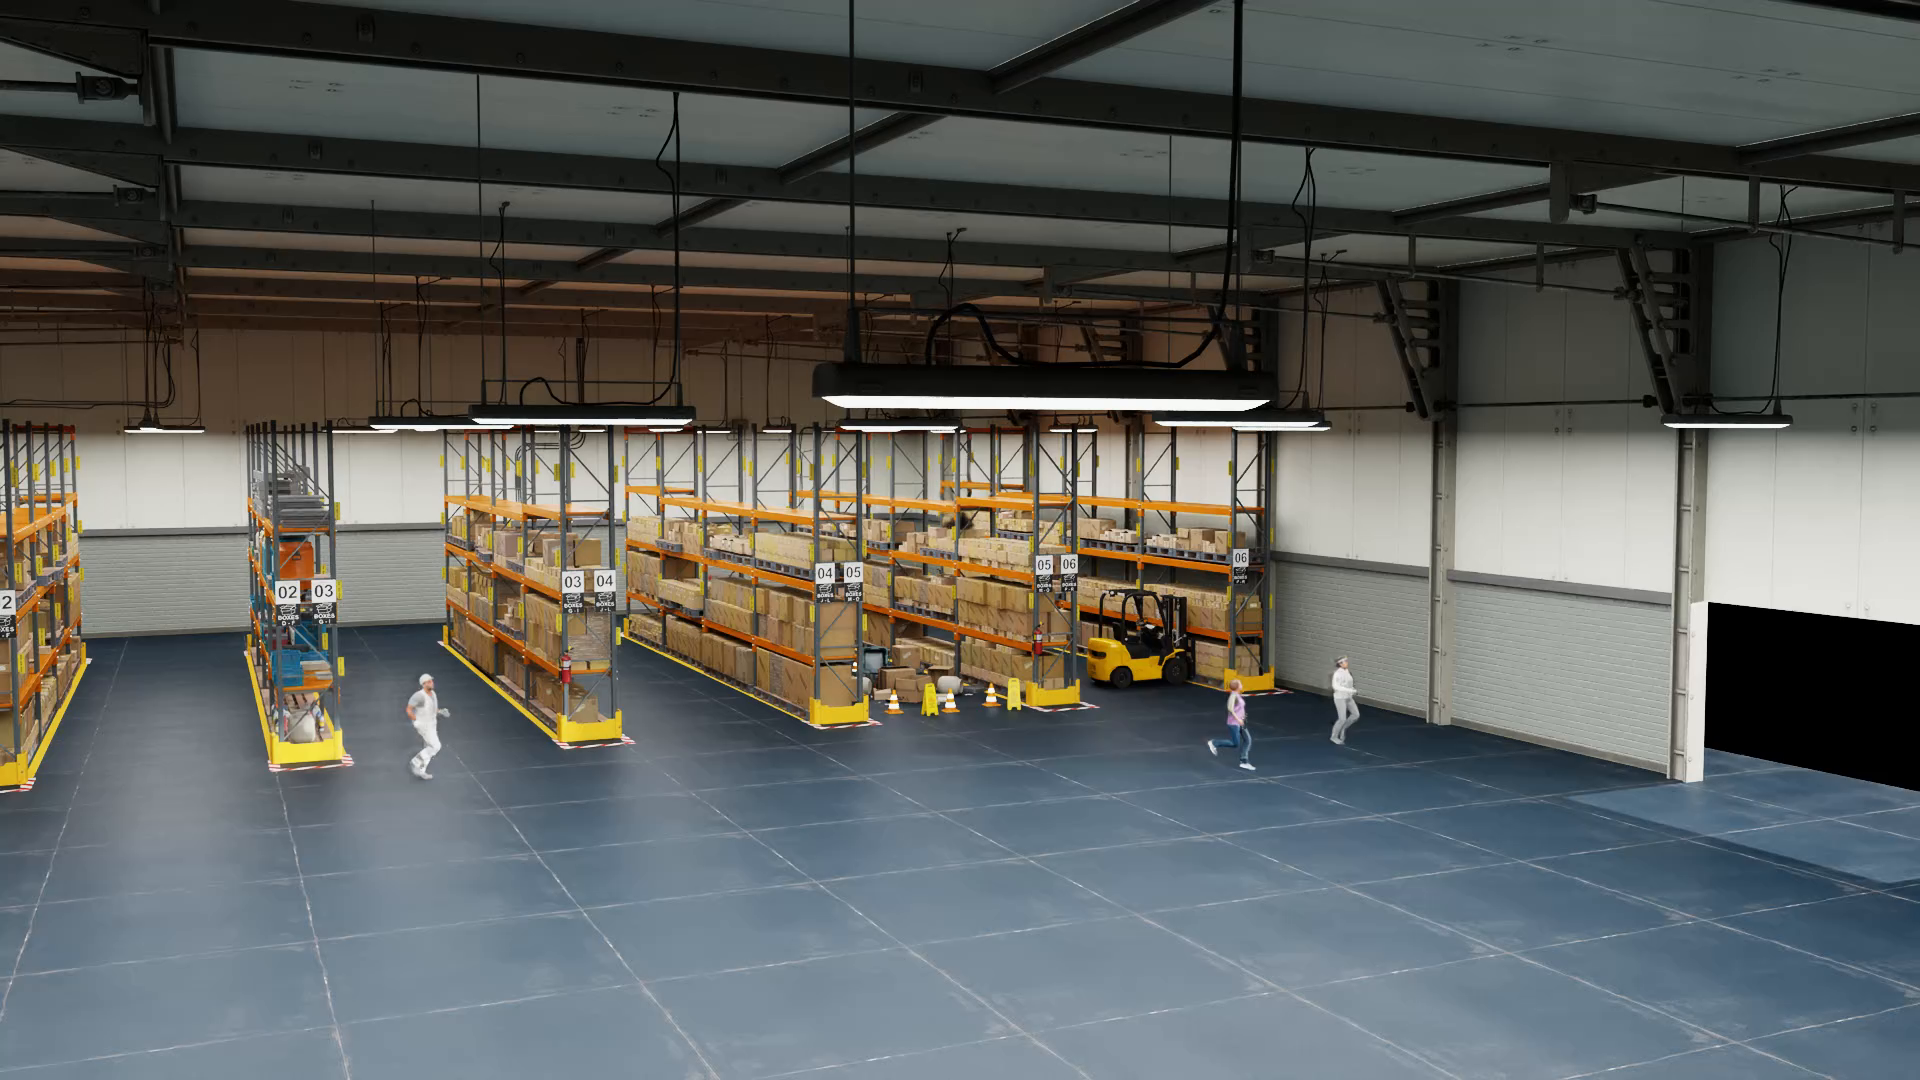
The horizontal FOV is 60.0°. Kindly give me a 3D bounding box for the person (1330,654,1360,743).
[{"bbox_3d":[7.148,2.947,30.871,0.562,1.668,0.671,3,5,41],"label":"person"}]

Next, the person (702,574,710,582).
[{"bbox_3d":[-7.408,1.819,48.456,0.695,1.749,0.622,-2,4,-30],"label":"person"}]

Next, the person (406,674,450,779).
[{"bbox_3d":[-8.856,3.108,27.773,0.600,1.749,0.636,1,4,9],"label":"person"}]

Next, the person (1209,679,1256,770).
[{"bbox_3d":[4.704,3.172,28.685,0.805,1.569,0.538,2,4,23],"label":"person"}]
